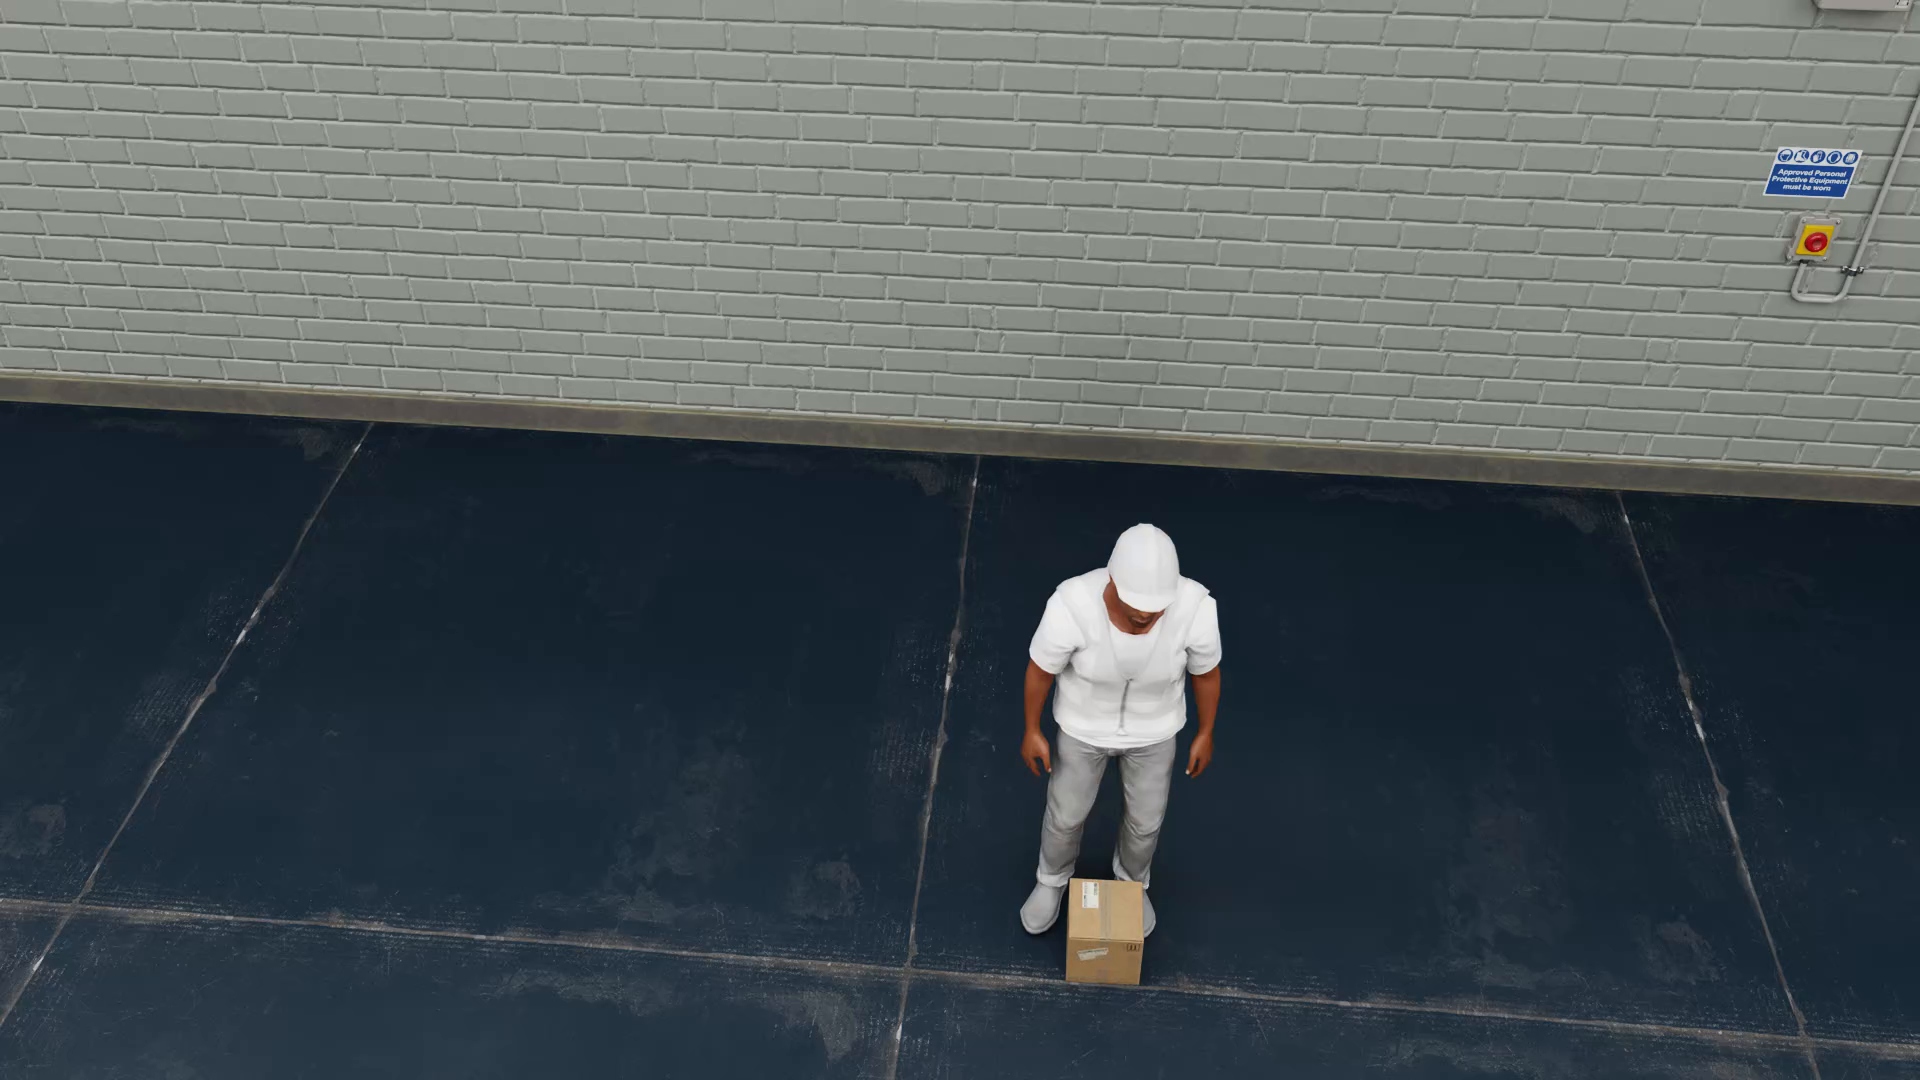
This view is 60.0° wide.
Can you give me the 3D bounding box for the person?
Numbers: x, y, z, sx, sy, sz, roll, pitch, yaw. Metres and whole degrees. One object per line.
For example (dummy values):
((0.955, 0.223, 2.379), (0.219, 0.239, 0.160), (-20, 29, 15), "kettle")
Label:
((0.516, 0.622, 5.397), (0.634, 1.760, 0.460), (1, 40, 1), "person")
